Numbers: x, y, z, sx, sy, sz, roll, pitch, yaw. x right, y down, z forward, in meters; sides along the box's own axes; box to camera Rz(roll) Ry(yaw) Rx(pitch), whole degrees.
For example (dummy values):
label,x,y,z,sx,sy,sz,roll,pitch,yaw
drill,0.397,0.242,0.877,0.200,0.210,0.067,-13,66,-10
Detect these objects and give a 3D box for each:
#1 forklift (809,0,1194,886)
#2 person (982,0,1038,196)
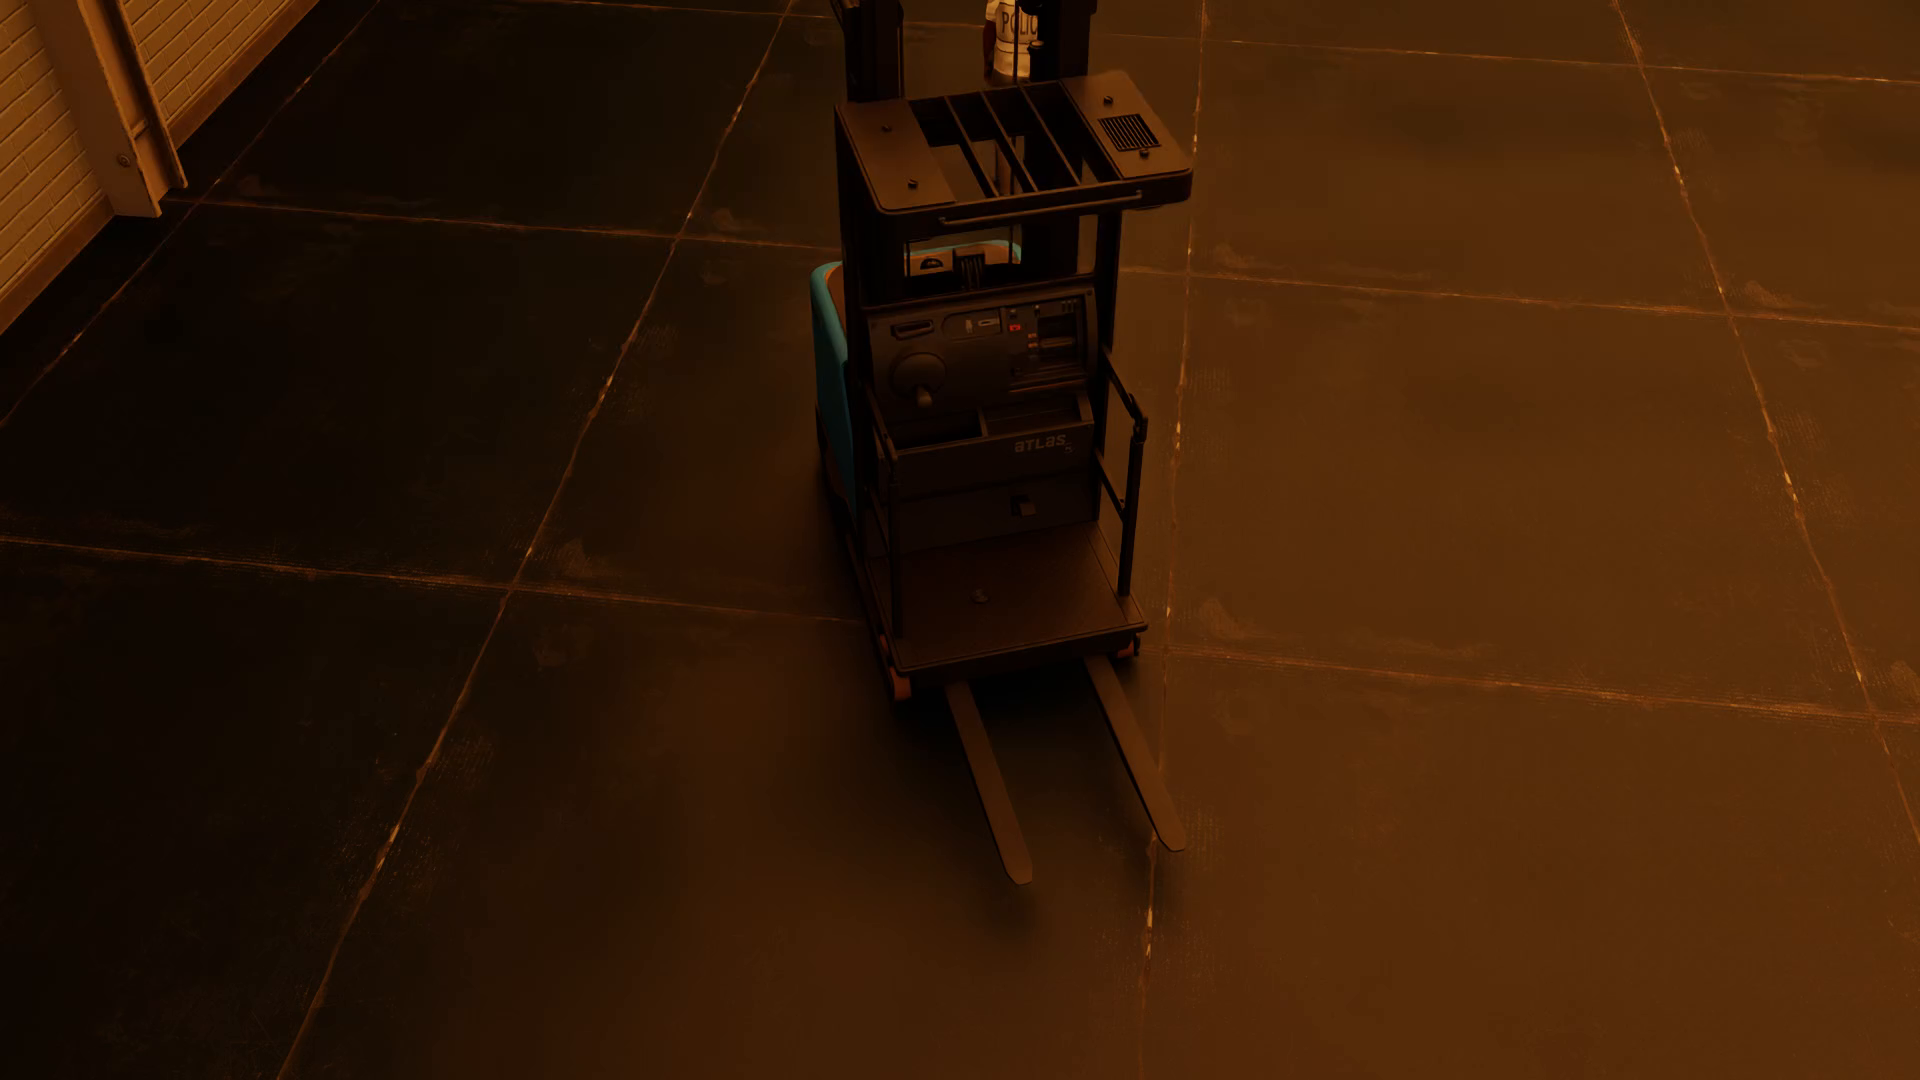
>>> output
label,x,y,z,sx,sy,sz,roll,pitch,yaw
forklift,0.153,-0.681,6.465,1.130,2.935,3.031,-10,44,-11
person,0.392,-2.763,9.675,0.523,1.658,0.395,4,43,4
